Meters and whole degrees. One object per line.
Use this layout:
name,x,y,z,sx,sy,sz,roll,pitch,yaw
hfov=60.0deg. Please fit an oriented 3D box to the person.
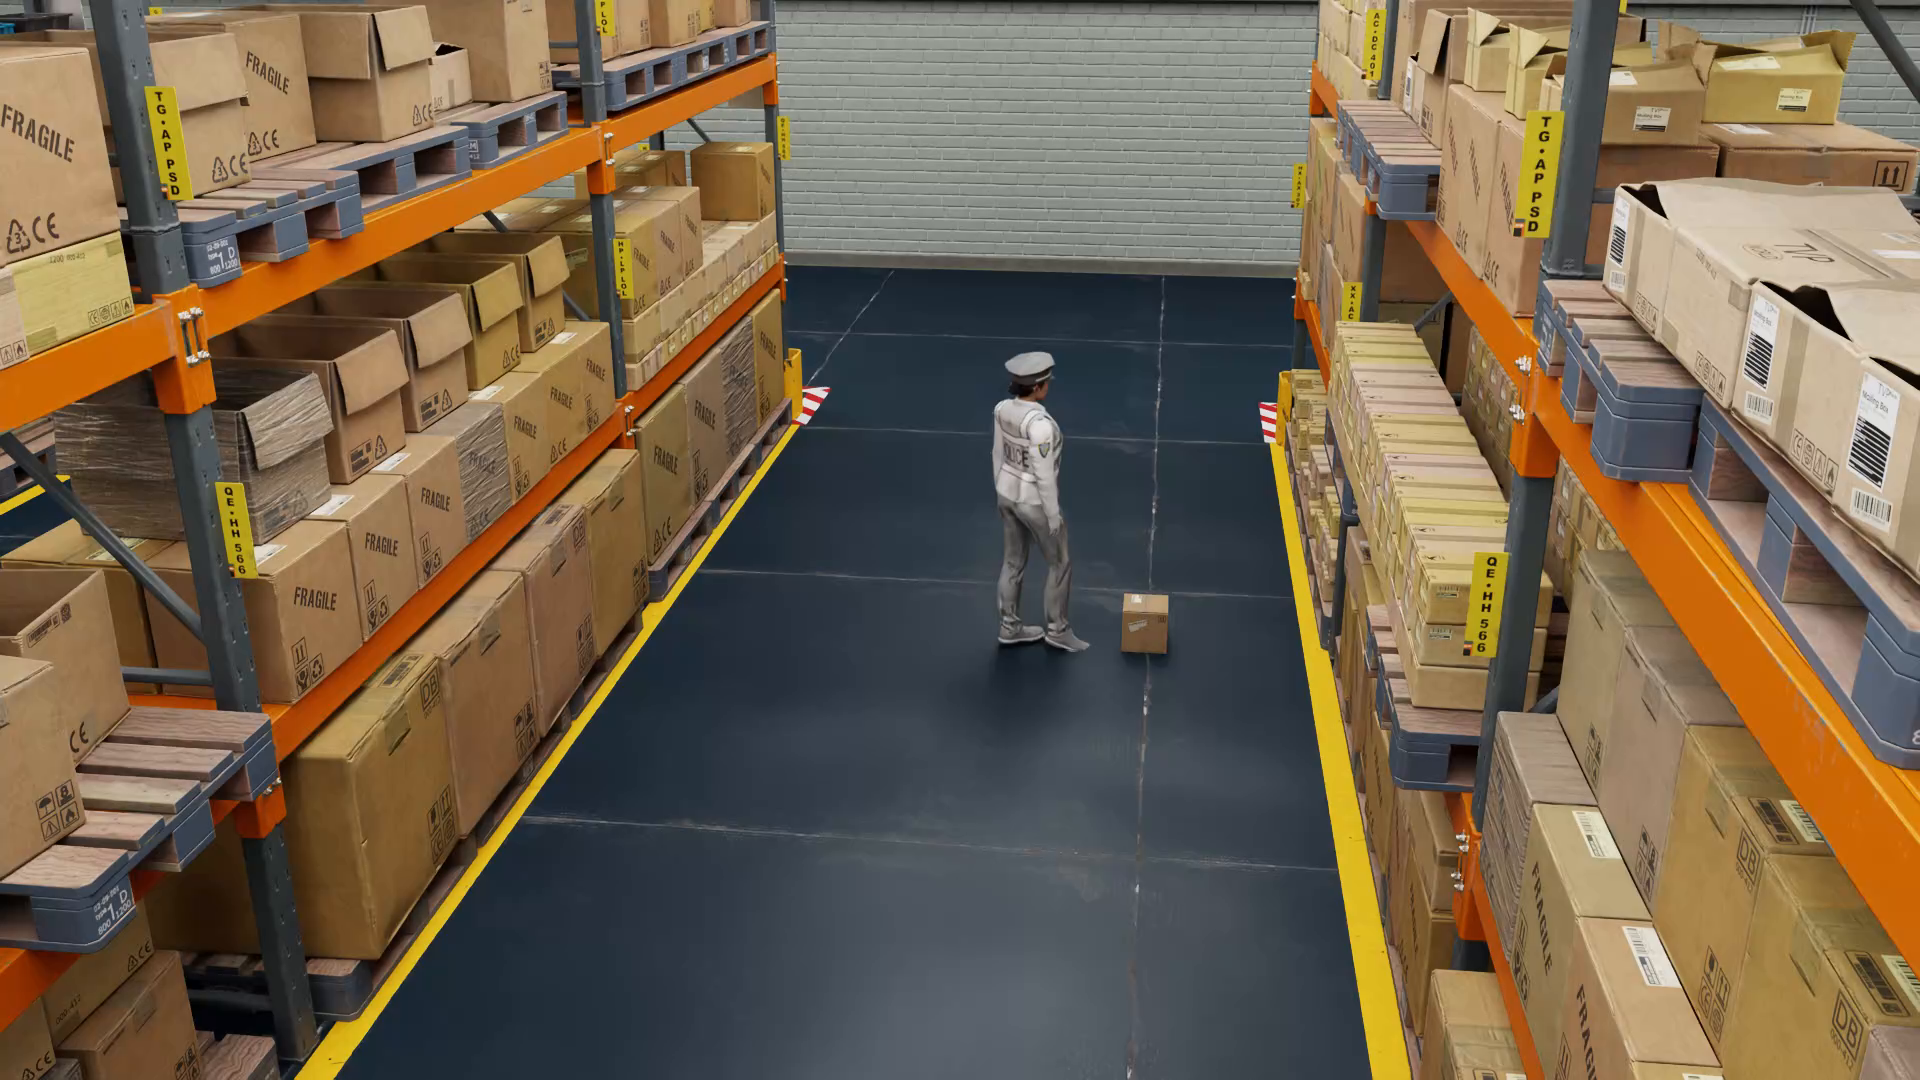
person,0.427,-0.198,9.114,0.457,1.724,0.518,-14,25,-31
